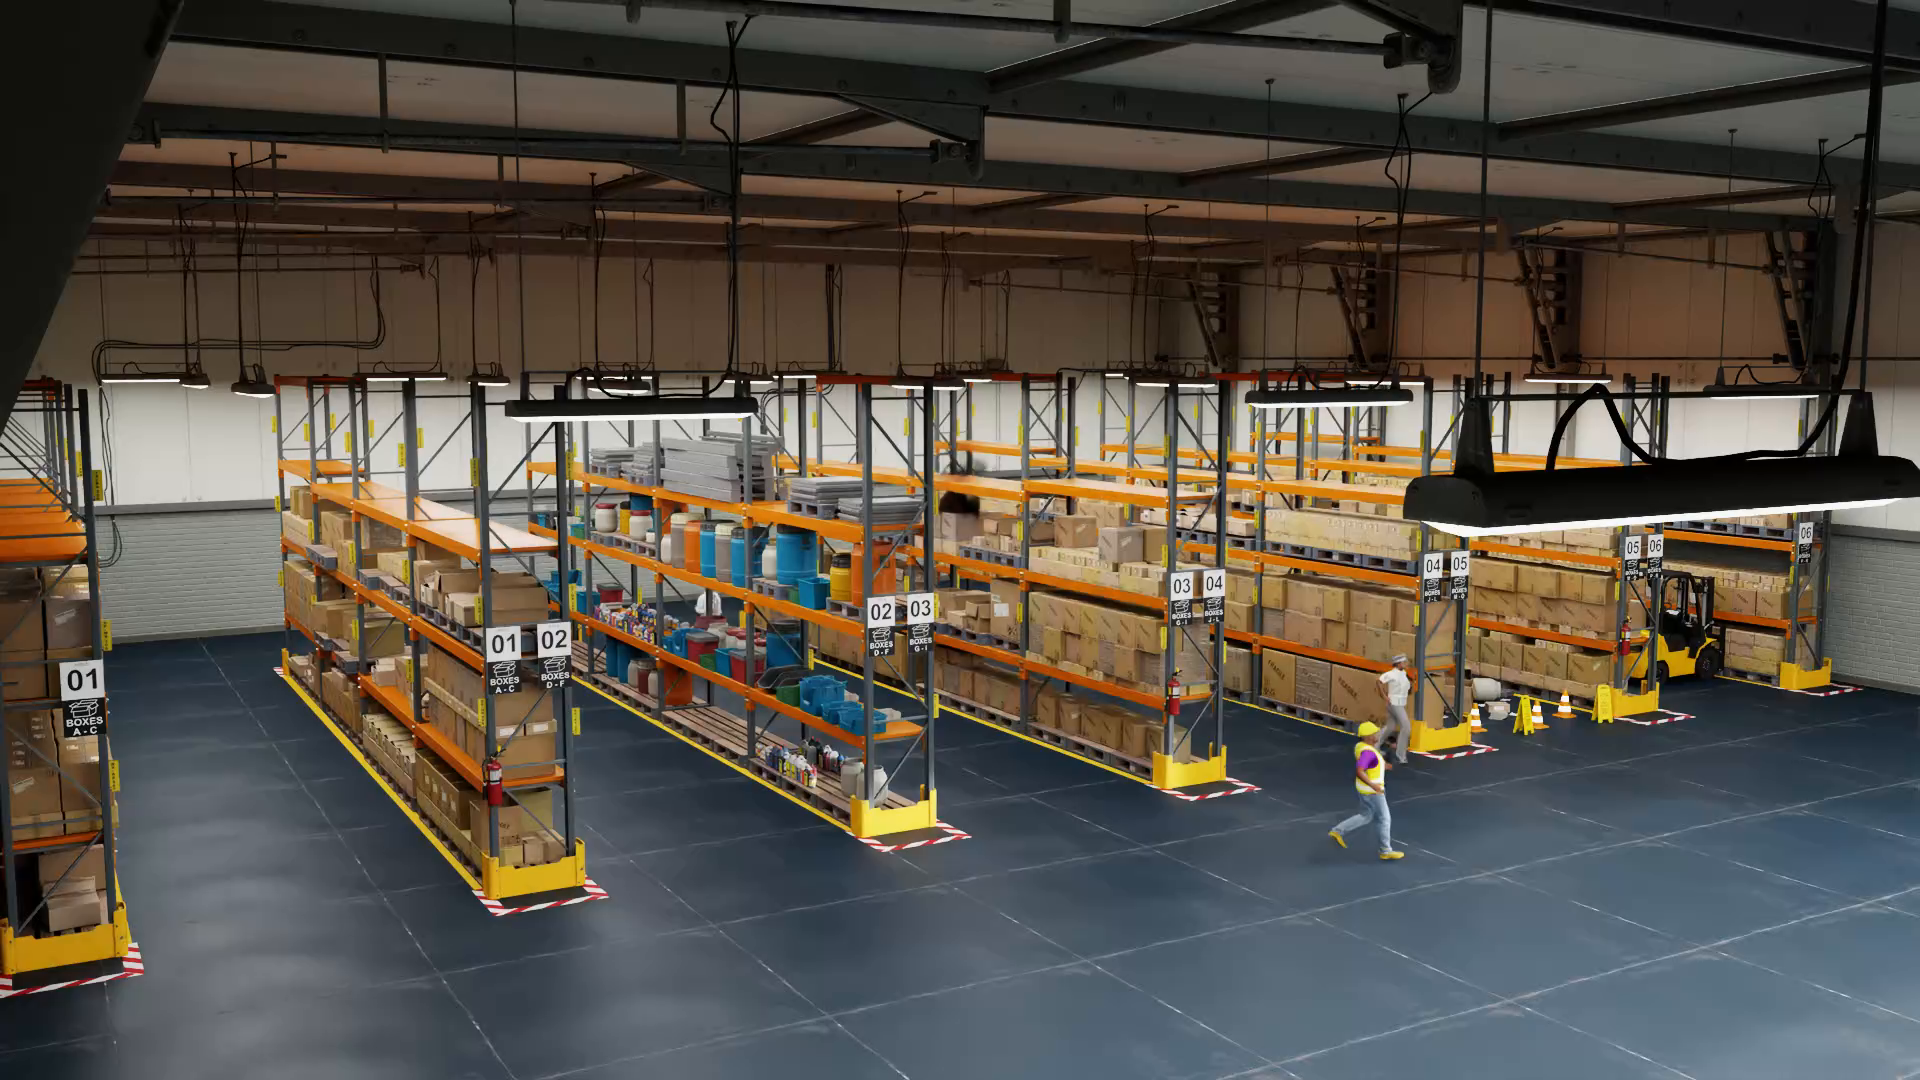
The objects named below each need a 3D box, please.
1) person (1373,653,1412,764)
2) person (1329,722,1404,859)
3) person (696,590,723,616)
[{"bbox_3d":[6.854,2.651,26.290,0.683,1.752,0.568,4,7,30],"label":"person"},{"bbox_3d":[5.159,3.161,21.008,0.933,1.745,0.713,0,6,0],"label":"person"},{"bbox_3d":[-5.053,1.716,33.838,0.707,1.768,1.051,-6,9,-43],"label":"person"}]
